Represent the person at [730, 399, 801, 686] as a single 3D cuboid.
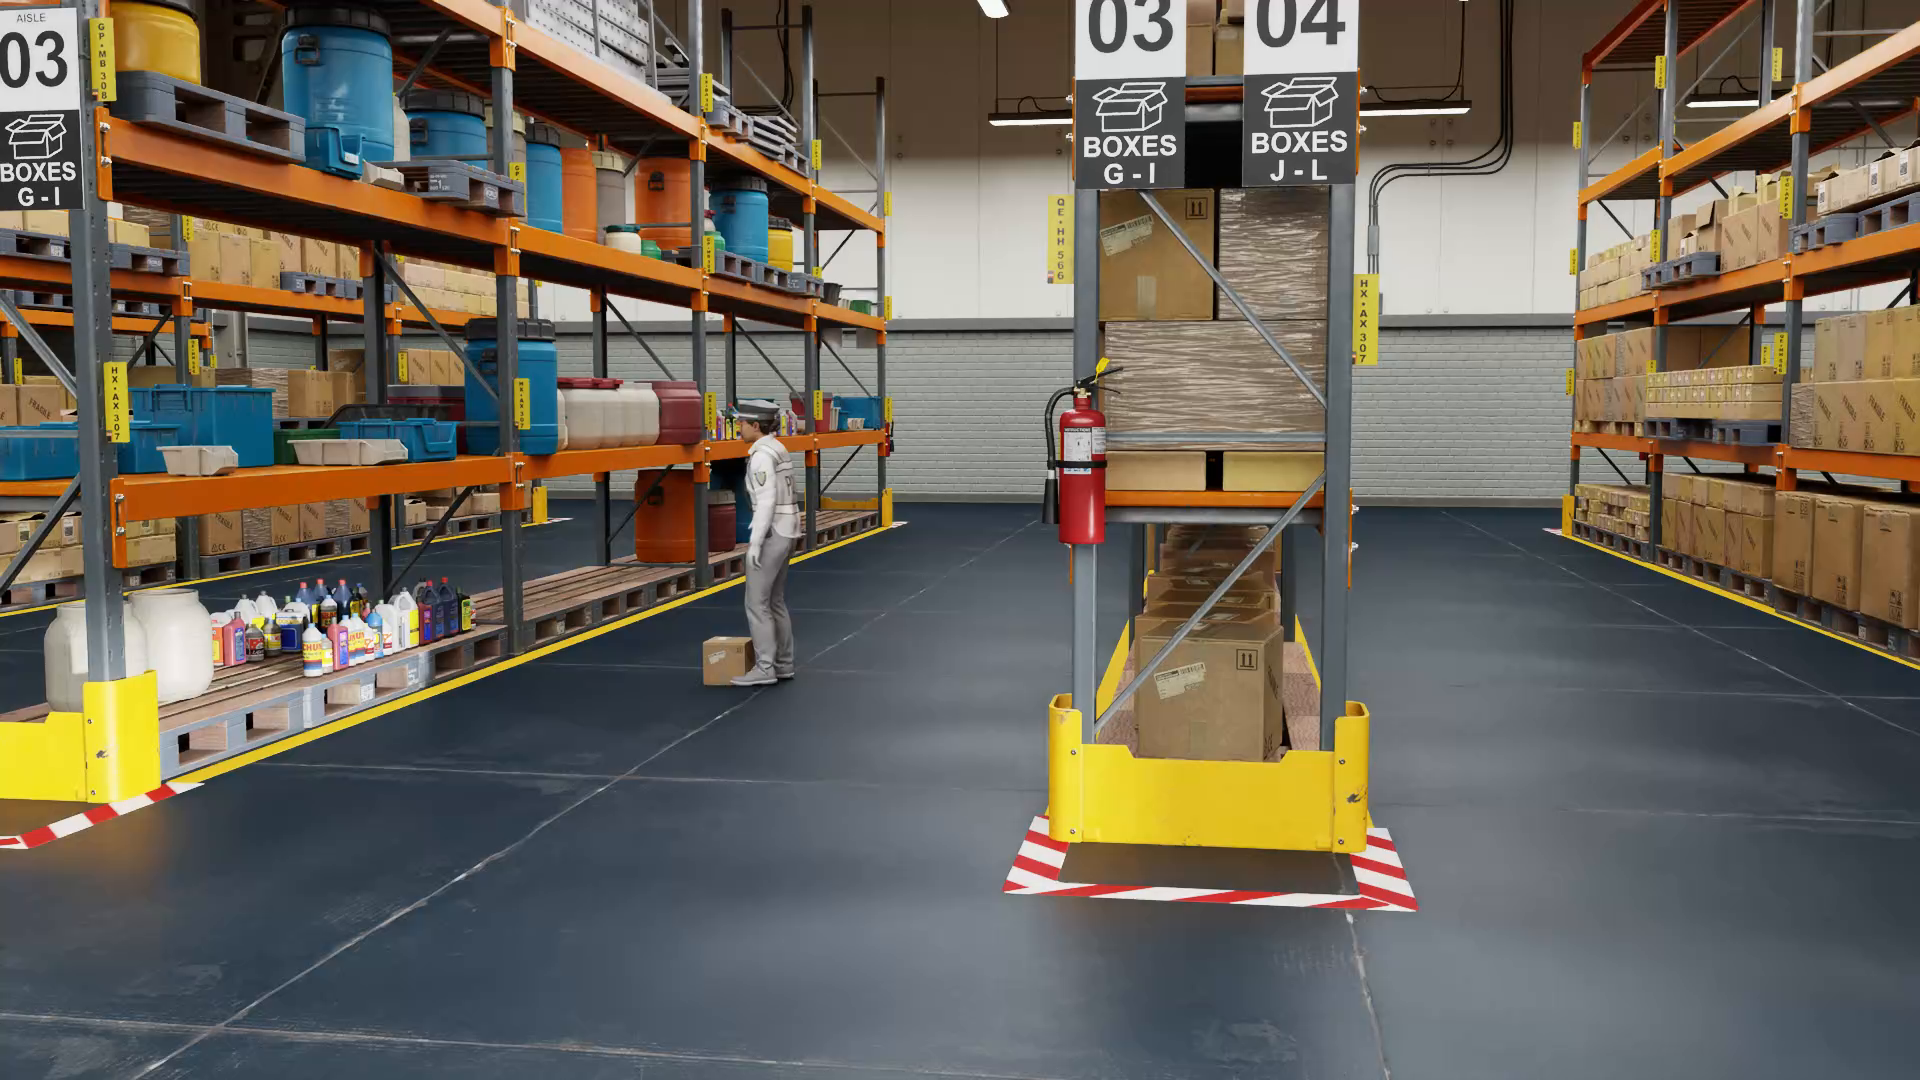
[{"bbox_3d":[-1.143,0.011,9.723,0.409,1.666,0.547,0,5,5],"label":"person"}]
